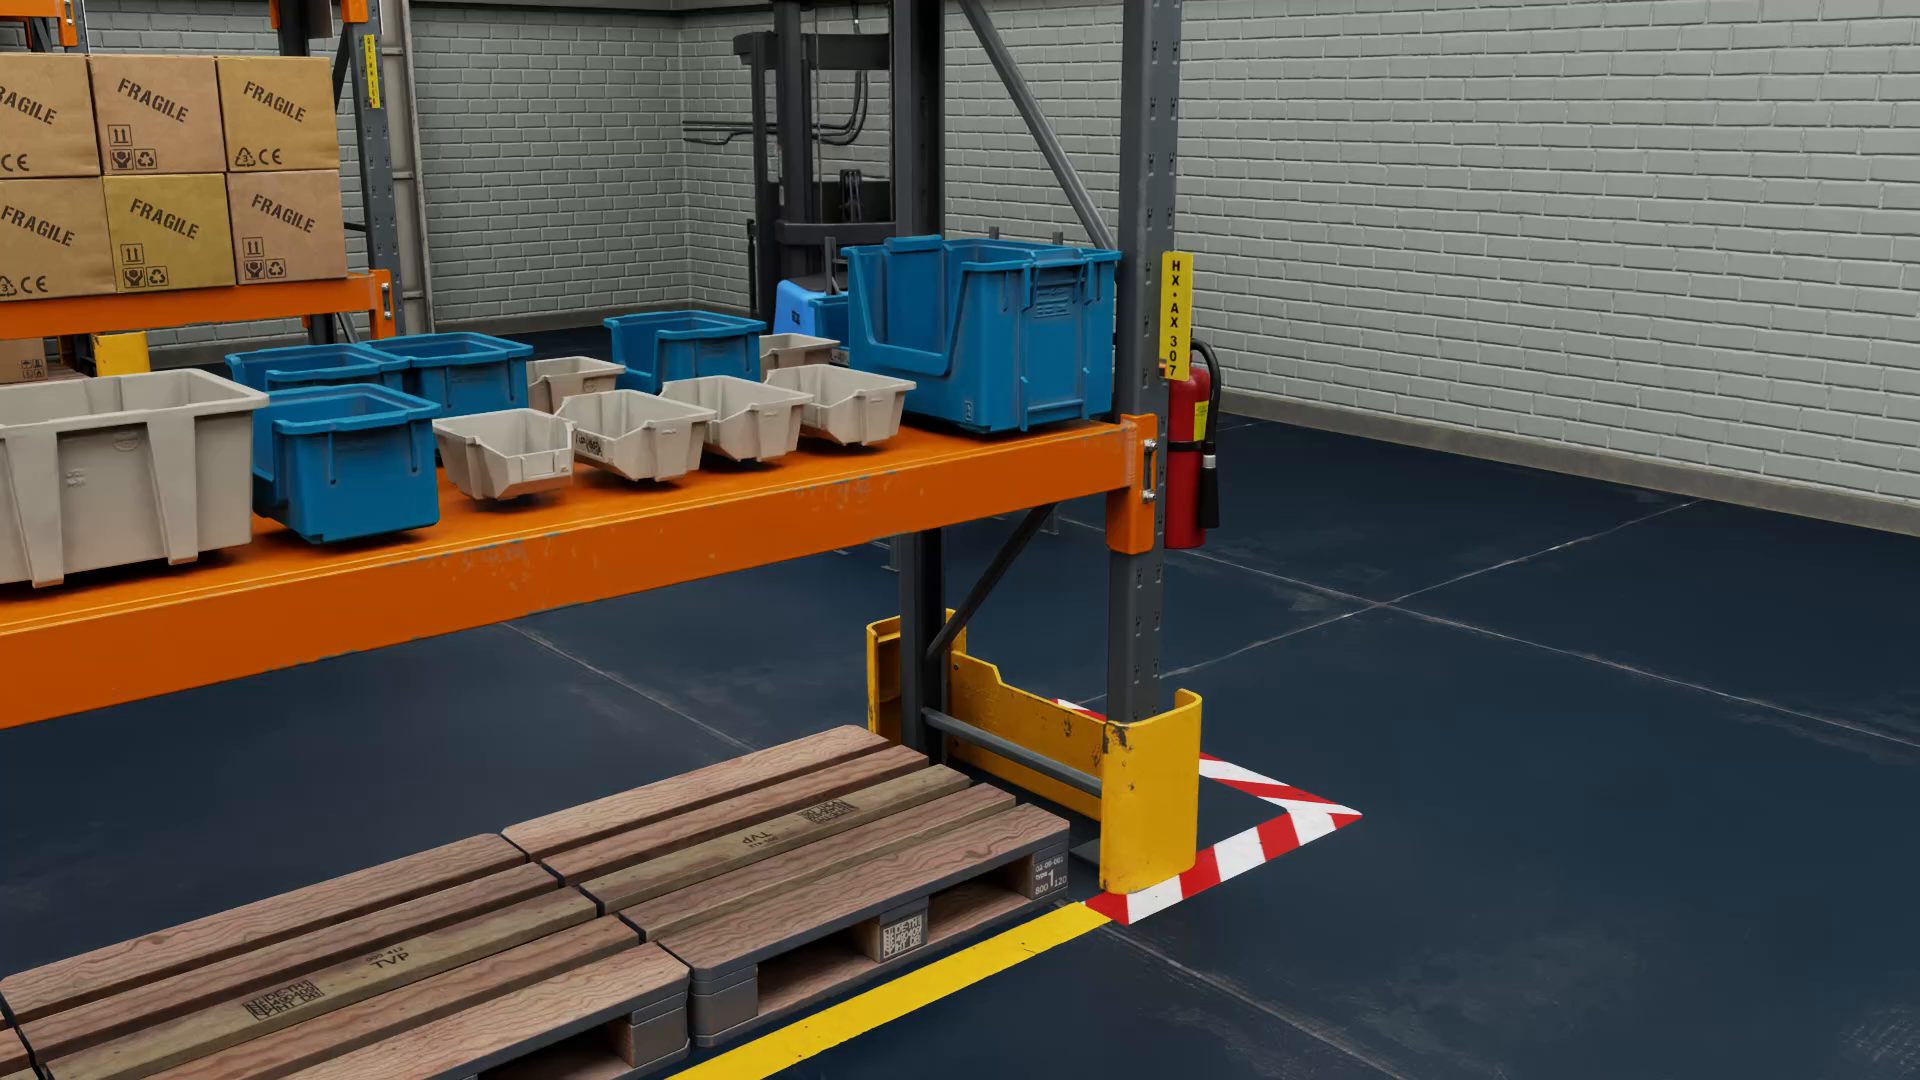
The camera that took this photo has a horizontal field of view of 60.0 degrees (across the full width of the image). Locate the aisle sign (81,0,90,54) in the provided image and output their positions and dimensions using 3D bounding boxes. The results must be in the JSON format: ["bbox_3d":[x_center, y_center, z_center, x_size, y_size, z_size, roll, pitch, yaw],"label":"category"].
[{"bbox_3d":[-6.071,-3.738,11.395,0.004,0.787,0.394,-13,19,-39],"label":"aisle sign"}]

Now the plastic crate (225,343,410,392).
[{"bbox_3d":[-1.441,-0.296,3.755,0.300,0.233,0.416,-13,19,-39],"label":"plastic crate"}]

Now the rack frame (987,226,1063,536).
[{"bbox_3d":[0.319,-0.796,8.325,0.032,1.500,0.500,-13,19,-39],"label":"rack frame"}]

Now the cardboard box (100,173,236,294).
[{"bbox_3d":[-3.616,-1.396,7.469,0.500,0.500,0.500,-12,19,-39],"label":"cardboard box"}]

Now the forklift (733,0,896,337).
[{"bbox_3d":[-0.799,-2.137,10.571,1.130,2.935,3.031,-4,16,-16],"label":"forklift"}]

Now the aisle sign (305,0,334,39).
[{"bbox_3d":[-3.209,-2.890,8.218,0.004,0.787,0.394,-13,19,-39],"label":"aisle sign"}]

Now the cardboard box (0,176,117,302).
[{"bbox_3d":[-3.996,-1.312,7.156,0.500,0.500,0.500,-12,19,-39],"label":"cardboard box"}]

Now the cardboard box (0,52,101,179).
[{"bbox_3d":[-3.992,-1.793,7.018,0.500,0.500,0.500,-12,19,-38],"label":"cardboard box"}]

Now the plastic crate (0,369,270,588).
[{"bbox_3d":[-1.564,-0.117,2.988,0.530,0.282,0.437,-13,19,-39],"label":"plastic crate"}]

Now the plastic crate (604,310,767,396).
[{"bbox_3d":[-0.718,-0.459,4.363,0.300,0.233,0.416,-13,19,-39],"label":"plastic crate"}]

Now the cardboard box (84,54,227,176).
[{"bbox_3d":[-3.604,-1.881,7.350,0.500,0.500,0.500,-12,19,-38],"label":"cardboard box"}]

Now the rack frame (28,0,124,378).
[{"bbox_3d":[-6.323,-2.529,11.904,0.127,3.000,1.000,-13,19,-39],"label":"rack frame"}]

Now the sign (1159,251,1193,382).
[{"bbox_3d":[0.554,-0.574,4.272,0.005,0.325,0.100,-13,19,-39],"label":"sign"}]

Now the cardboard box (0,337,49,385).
[{"bbox_3d":[-6.785,-1.386,11.655,0.500,0.500,0.700,-13,19,-39],"label":"cardboard box"}]

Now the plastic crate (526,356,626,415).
[{"bbox_3d":[-1.030,-0.371,4.220,0.298,0.136,0.250,-13,19,-39],"label":"plastic crate"}]

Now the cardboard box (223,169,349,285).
[{"bbox_3d":[-3.227,-1.484,7.800,0.500,0.500,0.500,-12,19,-38],"label":"cardboard box"}]

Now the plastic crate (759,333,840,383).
[{"bbox_3d":[-0.518,-0.485,4.650,0.298,0.136,0.250,-13,19,-39],"label":"plastic crate"}]

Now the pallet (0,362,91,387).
[{"bbox_3d":[-6.875,-1.031,11.699,1.213,0.211,1.003,-13,19,-39],"label":"pallet"}]

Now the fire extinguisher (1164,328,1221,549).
[{"bbox_3d":[0.593,-0.319,4.506,0.183,0.674,0.296,-13,19,-39],"label":"fire extinguisher"}]

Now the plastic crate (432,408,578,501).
[{"bbox_3d":[-0.949,-0.176,3.491,0.250,0.136,0.298,-13,19,-39],"label":"plastic crate"}]

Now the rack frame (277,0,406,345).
[{"bbox_3d":[-3.068,-1.565,8.296,0.127,3.000,1.000,-13,19,-39],"label":"rack frame"}]

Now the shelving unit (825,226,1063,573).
[{"bbox_3d":[-0.064,-0.710,8.002,1.048,1.500,0.538,-13,19,-39],"label":"shelving unit"}]

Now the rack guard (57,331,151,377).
[{"bbox_3d":[-6.305,-1.325,12.242,0.348,0.500,1.175,-13,19,-39],"label":"rack guard"}]

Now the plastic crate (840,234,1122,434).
[{"bbox_3d":[0.051,-0.553,4.322,0.499,0.435,0.616,-13,19,-39],"label":"plastic crate"}]

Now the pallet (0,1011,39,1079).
[{"bbox_3d":[-2.308,1.293,3.001,1.213,0.211,1.003,-13,19,-39],"label":"pallet"}]

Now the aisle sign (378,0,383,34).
[{"bbox_3d":[-2.816,-2.773,7.780,0.004,0.787,0.394,-13,19,-39],"label":"aisle sign"}]

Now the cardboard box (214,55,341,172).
[{"bbox_3d":[-3.223,-1.967,7.671,0.500,0.500,0.500,-13,20,-40],"label":"cardboard box"}]

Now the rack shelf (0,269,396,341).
[{"bbox_3d":[-4.577,-0.878,7.120,4.000,0.370,1.077,-13,19,-39],"label":"rack shelf"}]

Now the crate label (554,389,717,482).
[{"bbox_3d":[-0.738,-0.230,3.693,0.243,0.136,0.396,-13,19,-39],"label":"crate label"}]

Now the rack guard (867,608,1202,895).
[{"bbox_3d":[0.190,0.601,5.030,0.348,0.500,1.175,-13,19,-39],"label":"rack guard"}]

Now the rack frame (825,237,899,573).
[{"bbox_3d":[-0.448,-0.624,7.680,0.032,1.500,0.500,-13,19,-39],"label":"rack frame"}]

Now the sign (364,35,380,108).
[{"bbox_3d":[-2.719,-2.165,7.688,0.005,0.325,0.100,-13,19,-39],"label":"sign"}]

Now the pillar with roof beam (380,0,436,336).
[{"bbox_3d":[-2.028,-5.215,10.335,0.400,9.000,9.100,-13,19,-39],"label":"pillar with roof beam"}]

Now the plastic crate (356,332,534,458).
[{"bbox_3d":[-1.215,-0.347,3.945,0.300,0.233,0.416,-13,19,-39],"label":"plastic crate"}]

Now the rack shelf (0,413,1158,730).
[{"bbox_3d":[-1.328,0.087,3.508,4.000,0.370,1.077,-13,19,-39],"label":"rack shelf"}]

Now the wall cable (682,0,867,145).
[{"bbox_3d":[-1.821,-4.815,14.857,0.112,2.526,3.097,-13,19,-39],"label":"wall cable"}]

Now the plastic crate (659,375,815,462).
[{"bbox_3d":[-0.544,-0.282,3.887,0.243,0.136,0.396,-13,19,-39],"label":"plastic crate"}]

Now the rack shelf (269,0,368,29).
[{"bbox_3d":[-4.577,-2.328,6.733,4.000,0.370,1.077,-13,19,-39],"label":"rack shelf"}]

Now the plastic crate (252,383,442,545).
[{"bbox_3d":[-1.200,-0.150,3.208,0.300,0.233,0.416,-13,19,-39],"label":"plastic crate"}]

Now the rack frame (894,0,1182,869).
[{"bbox_3d":[0.181,-0.600,4.683,0.127,3.000,1.000,-13,19,-39],"label":"rack frame"}]

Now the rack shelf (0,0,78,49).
[{"bbox_3d":[-7.831,-3.291,10.341,4.000,0.370,1.077,-13,19,-39],"label":"rack shelf"}]

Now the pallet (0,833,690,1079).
[{"bbox_3d":[-1.387,1.085,3.779,1.213,0.211,1.003,-13,19,-39],"label":"pallet"}]

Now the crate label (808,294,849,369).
[{"bbox_3d":[-0.222,-0.570,4.780,0.303,0.233,0.416,-13,19,-39],"label":"crate label"}]

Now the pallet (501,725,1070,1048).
[{"bbox_3d":[-0.467,0.880,4.548,1.213,0.211,1.003,-13,19,-39],"label":"pallet"}]

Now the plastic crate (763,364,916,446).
[{"bbox_3d":[-0.316,-0.328,4.060,0.243,0.136,0.396,-13,19,-39],"label":"plastic crate"}]
